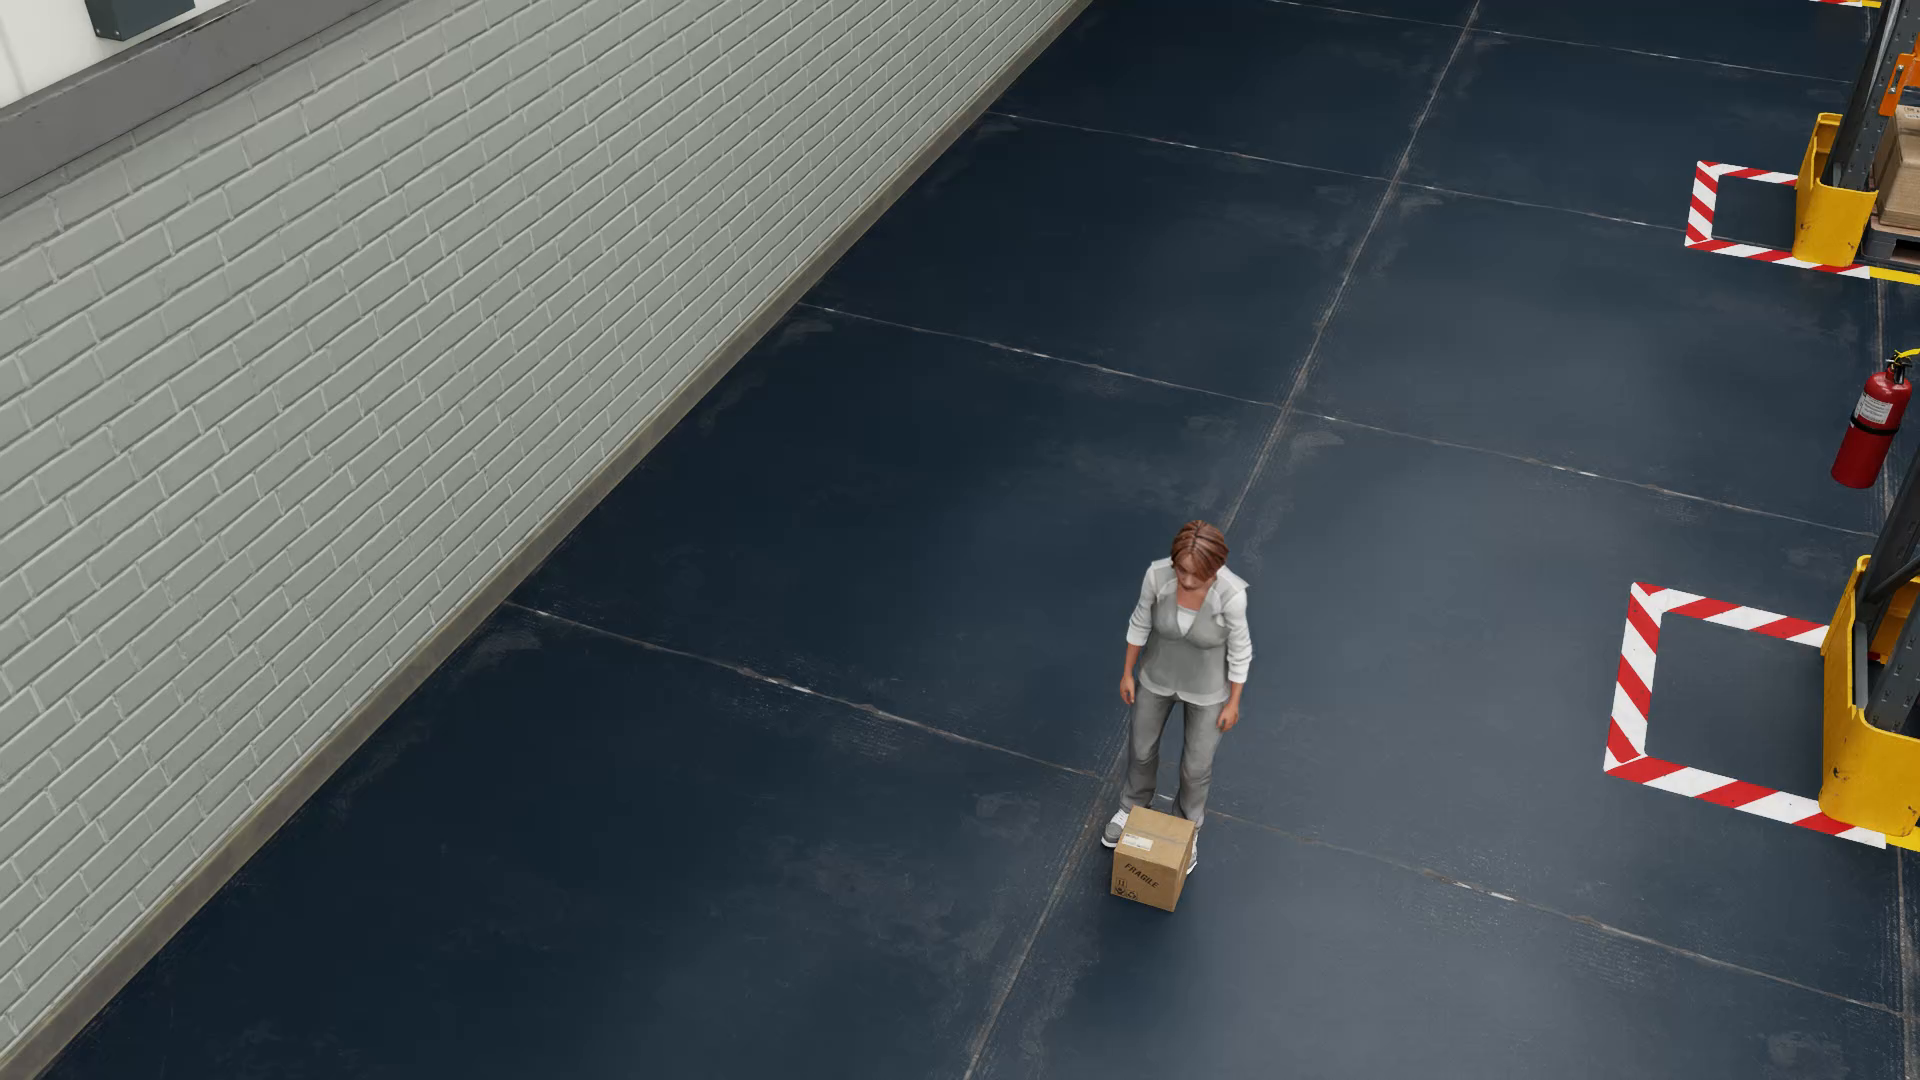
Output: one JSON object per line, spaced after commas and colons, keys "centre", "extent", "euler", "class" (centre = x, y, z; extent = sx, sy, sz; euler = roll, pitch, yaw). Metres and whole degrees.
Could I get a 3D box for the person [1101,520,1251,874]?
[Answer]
{"centre": [0.815, 0.554, 6.118], "extent": [0.461, 1.593, 0.364], "euler": [15, 40, 18], "class": "person"}
